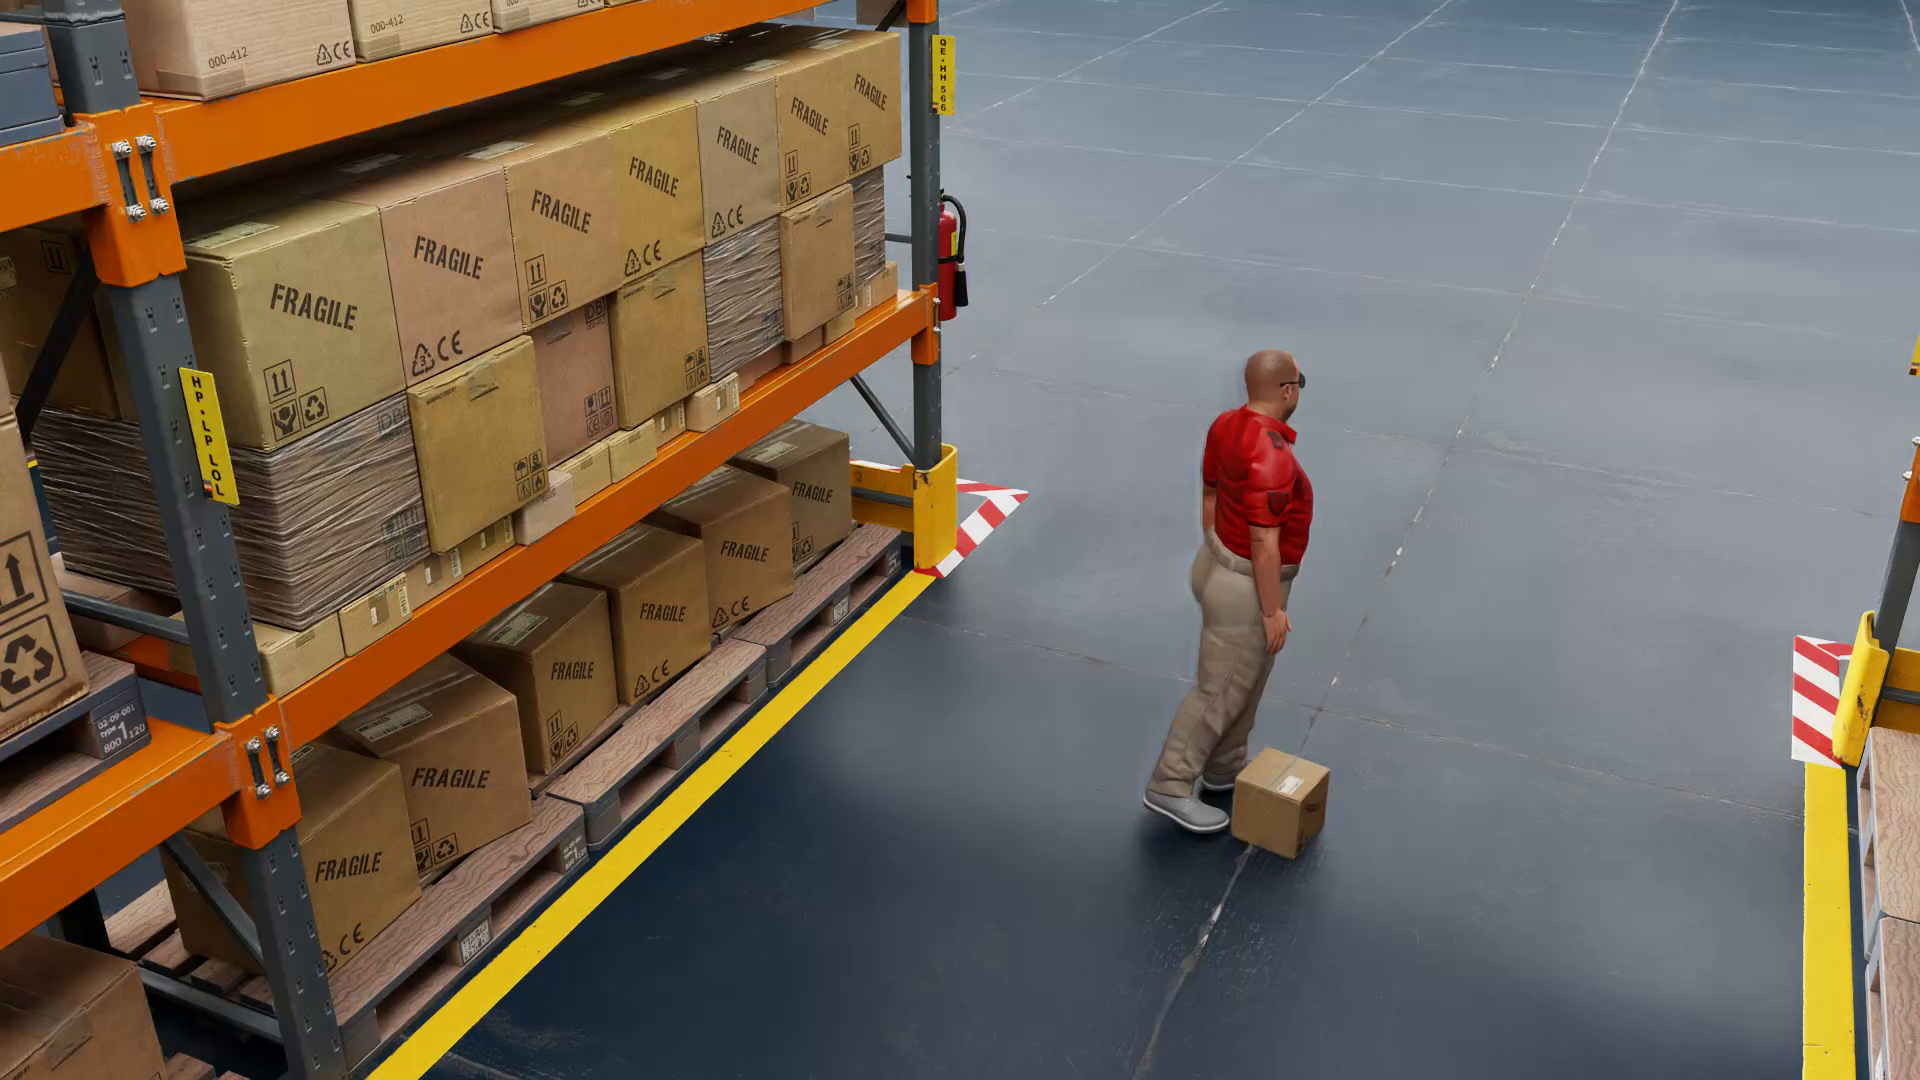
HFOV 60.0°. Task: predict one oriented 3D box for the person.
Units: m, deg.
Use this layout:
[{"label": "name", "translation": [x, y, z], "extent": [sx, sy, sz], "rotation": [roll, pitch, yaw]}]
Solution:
[{"label": "person", "translation": [0.938, 0.170, 5.788], "extent": [0.582, 1.713, 0.576], "rotation": [-4, 26, -7]}]
